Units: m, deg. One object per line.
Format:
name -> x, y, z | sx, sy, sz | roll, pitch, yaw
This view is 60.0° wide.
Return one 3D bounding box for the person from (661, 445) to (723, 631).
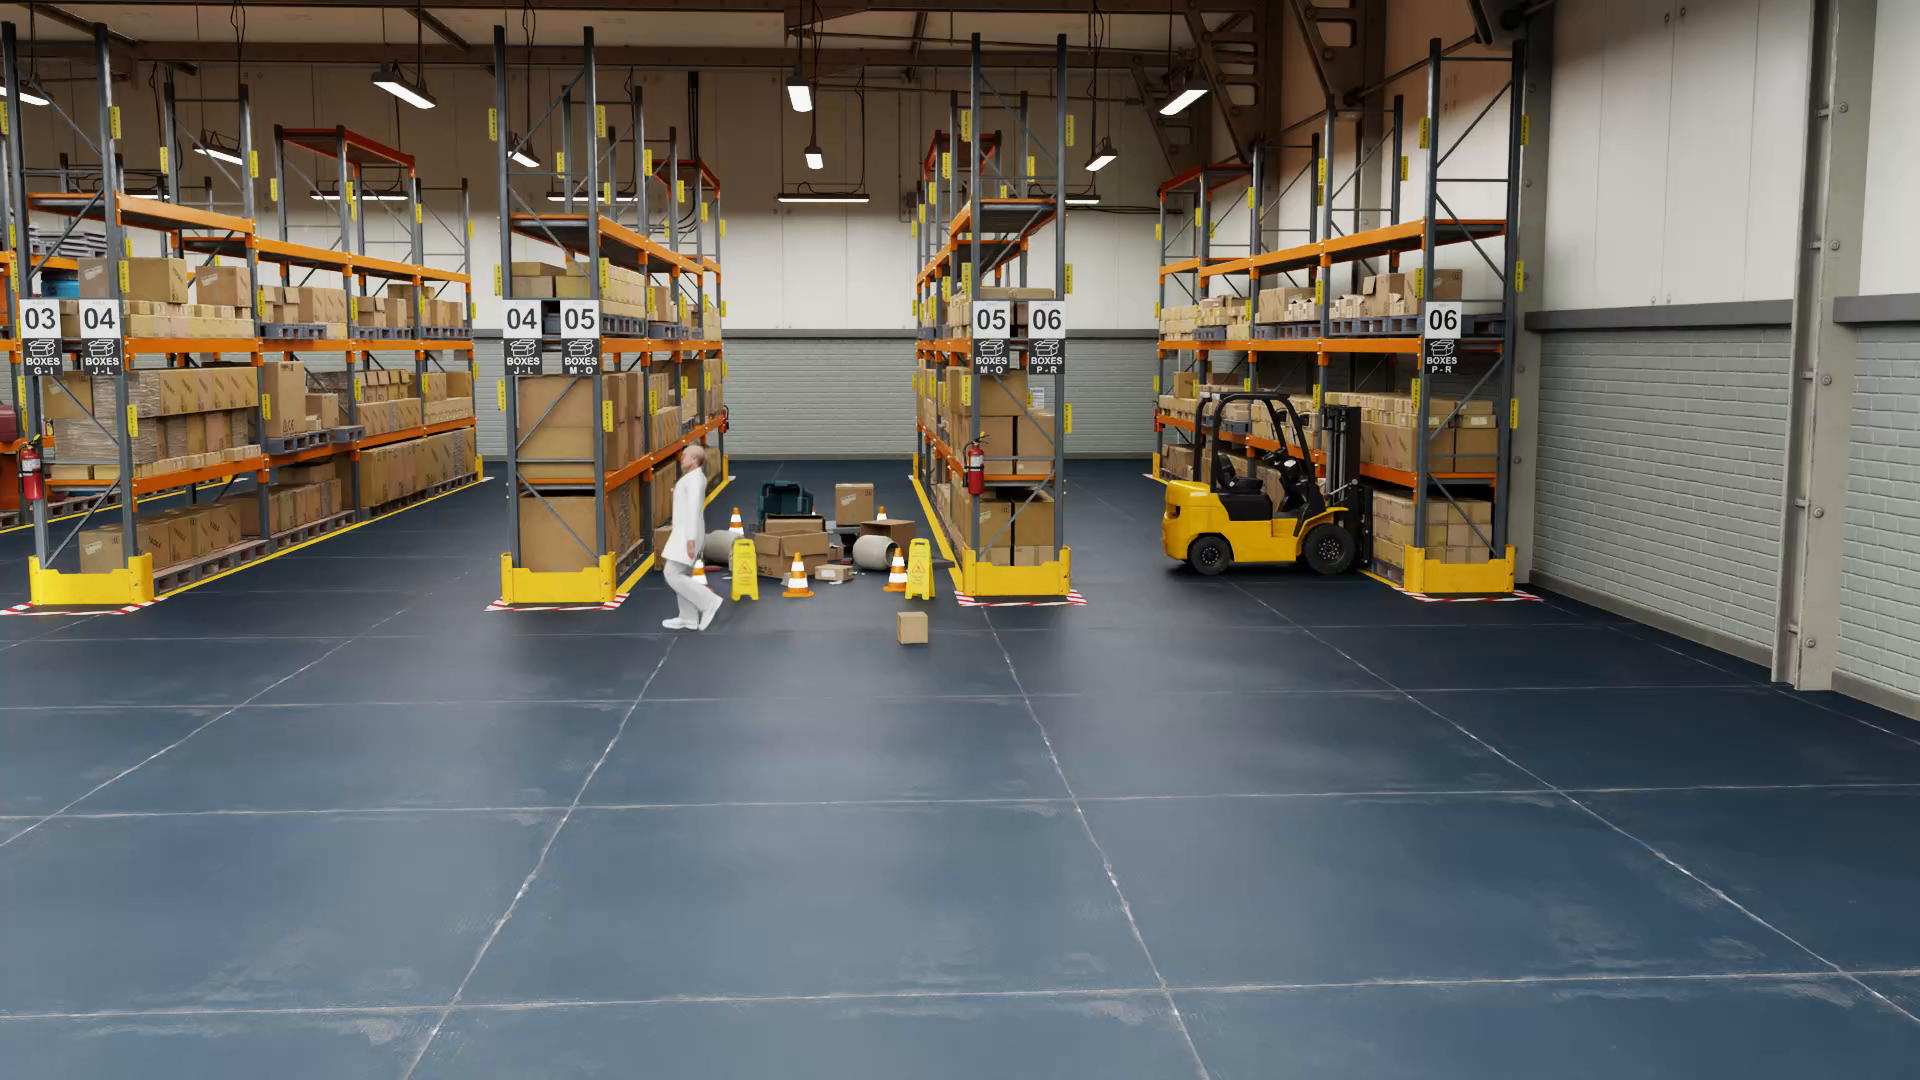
person -> -2.552, -0.018, 15.798 | 0.607, 1.749, 0.597 | 0, 7, -1
